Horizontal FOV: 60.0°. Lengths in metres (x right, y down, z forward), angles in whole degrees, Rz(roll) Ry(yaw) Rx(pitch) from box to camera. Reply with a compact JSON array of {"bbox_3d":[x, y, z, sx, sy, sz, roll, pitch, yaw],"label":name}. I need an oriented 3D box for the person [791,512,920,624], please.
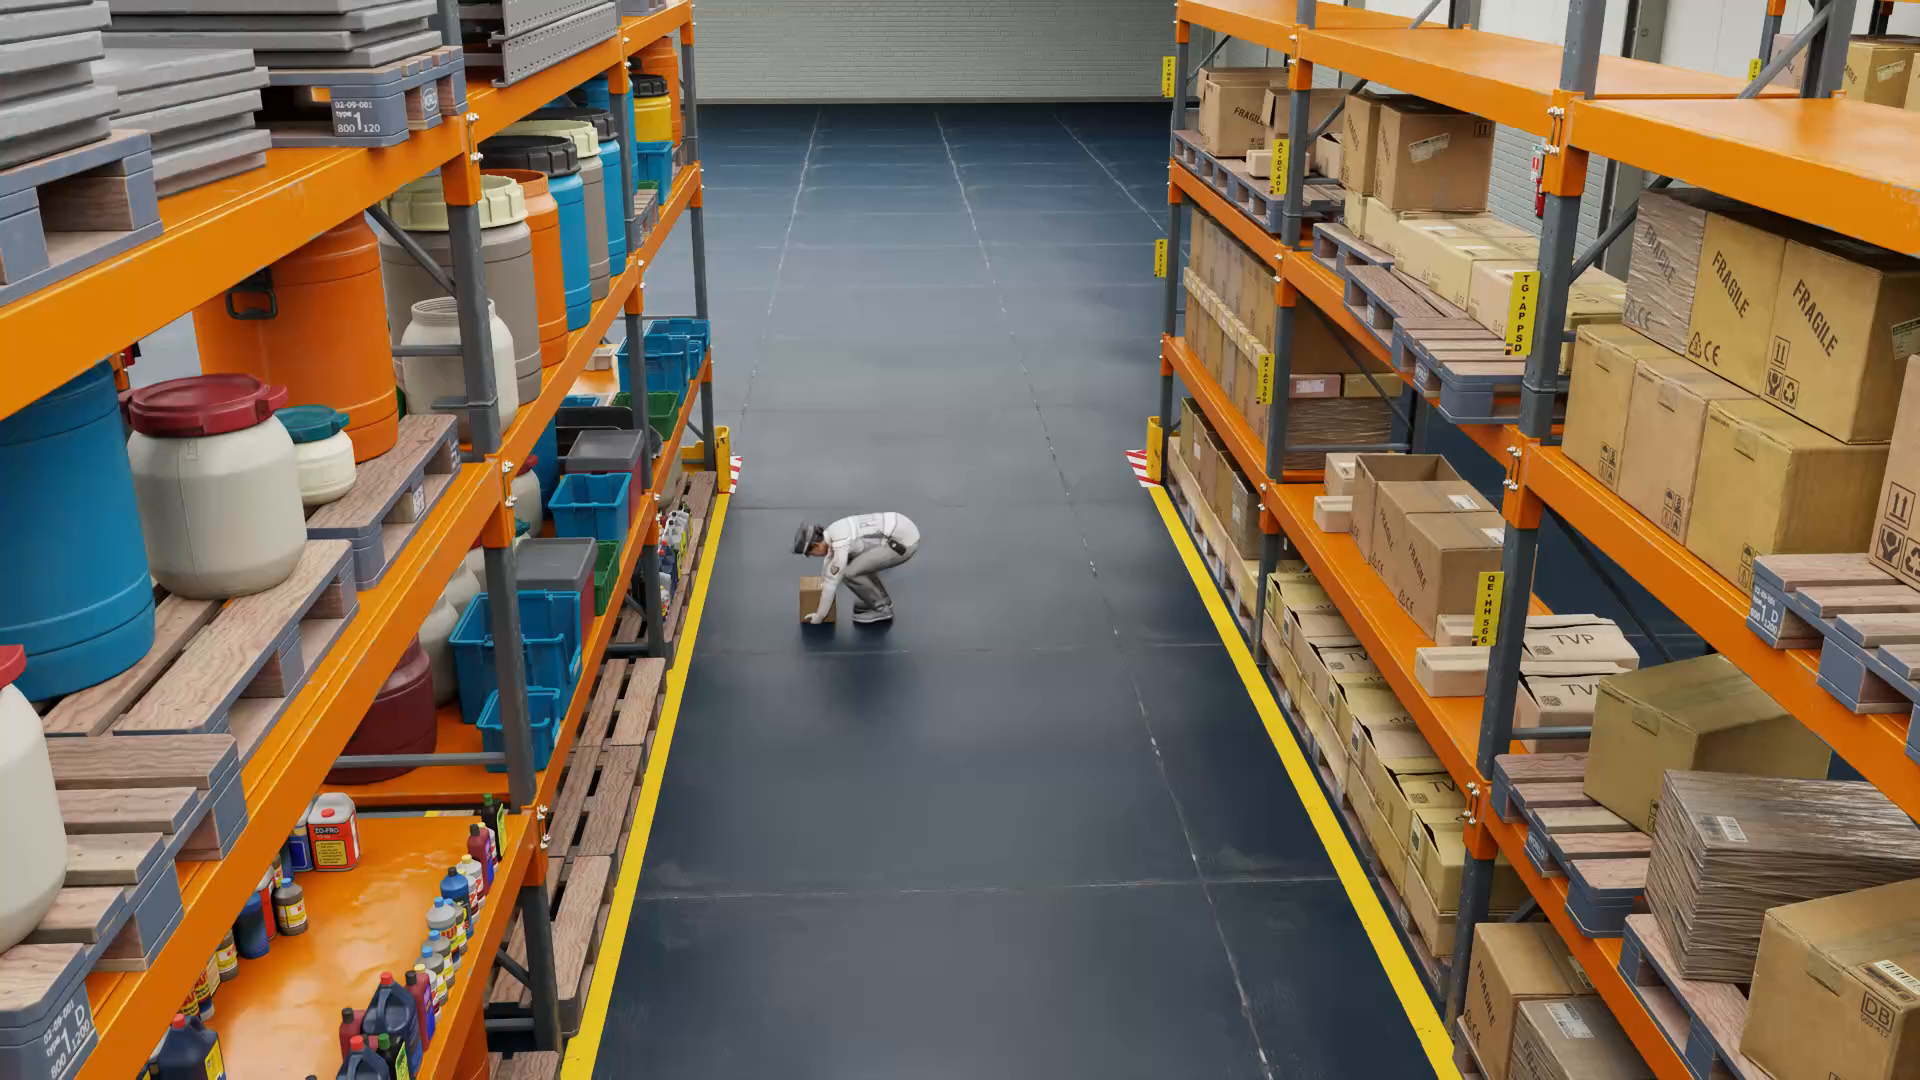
[{"bbox_3d":[-0.741,0.199,11.861,0.912,0.774,0.441,-2,21,-5],"label":"person"}]
